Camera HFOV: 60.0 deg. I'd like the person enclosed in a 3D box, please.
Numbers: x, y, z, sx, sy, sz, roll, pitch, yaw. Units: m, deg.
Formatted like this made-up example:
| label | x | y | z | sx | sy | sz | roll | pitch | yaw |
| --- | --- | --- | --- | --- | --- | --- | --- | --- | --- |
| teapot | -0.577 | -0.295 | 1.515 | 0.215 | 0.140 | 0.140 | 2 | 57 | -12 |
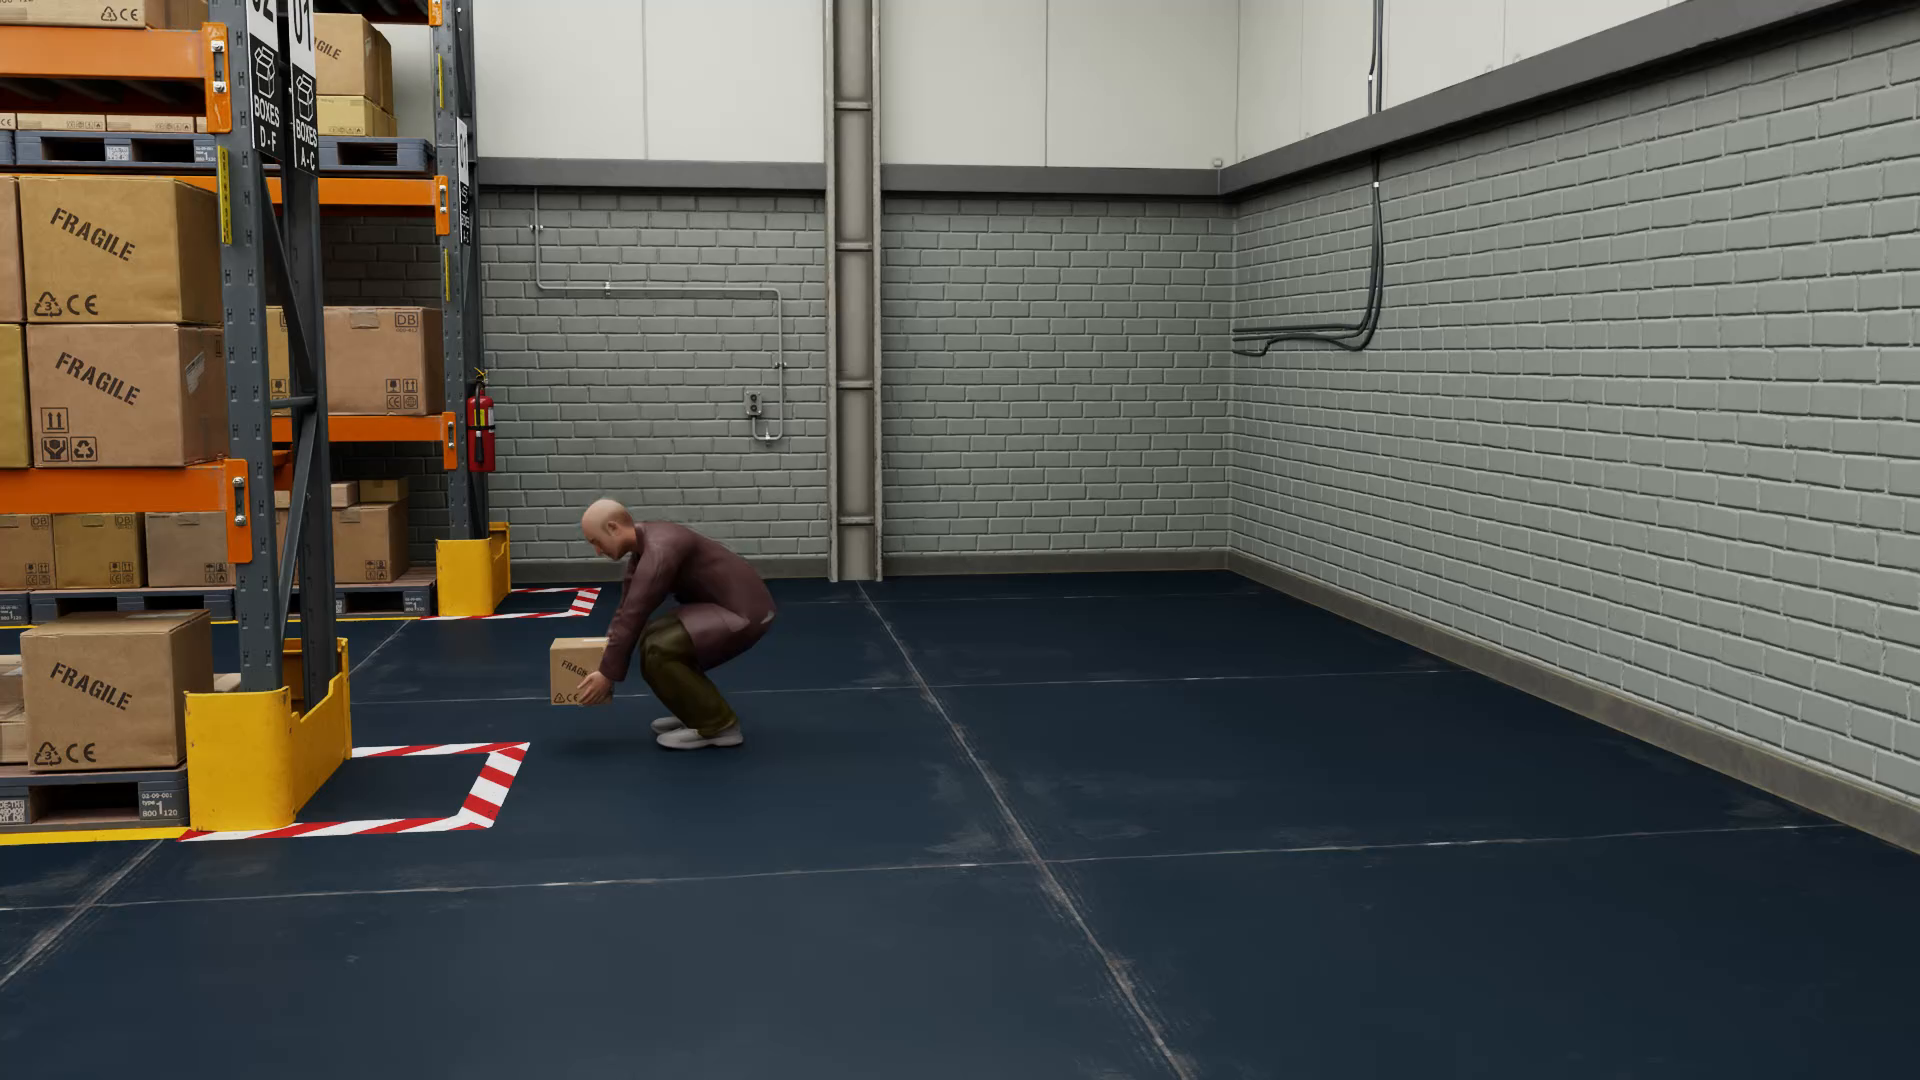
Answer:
| label | x | y | z | sx | sy | sz | roll | pitch | yaw |
| --- | --- | --- | --- | --- | --- | --- | --- | --- | --- |
| person | -1.238 | 0.353 | 7.257 | 0.885 | 1.080 | 0.610 | -1 | 6 | -9 |
